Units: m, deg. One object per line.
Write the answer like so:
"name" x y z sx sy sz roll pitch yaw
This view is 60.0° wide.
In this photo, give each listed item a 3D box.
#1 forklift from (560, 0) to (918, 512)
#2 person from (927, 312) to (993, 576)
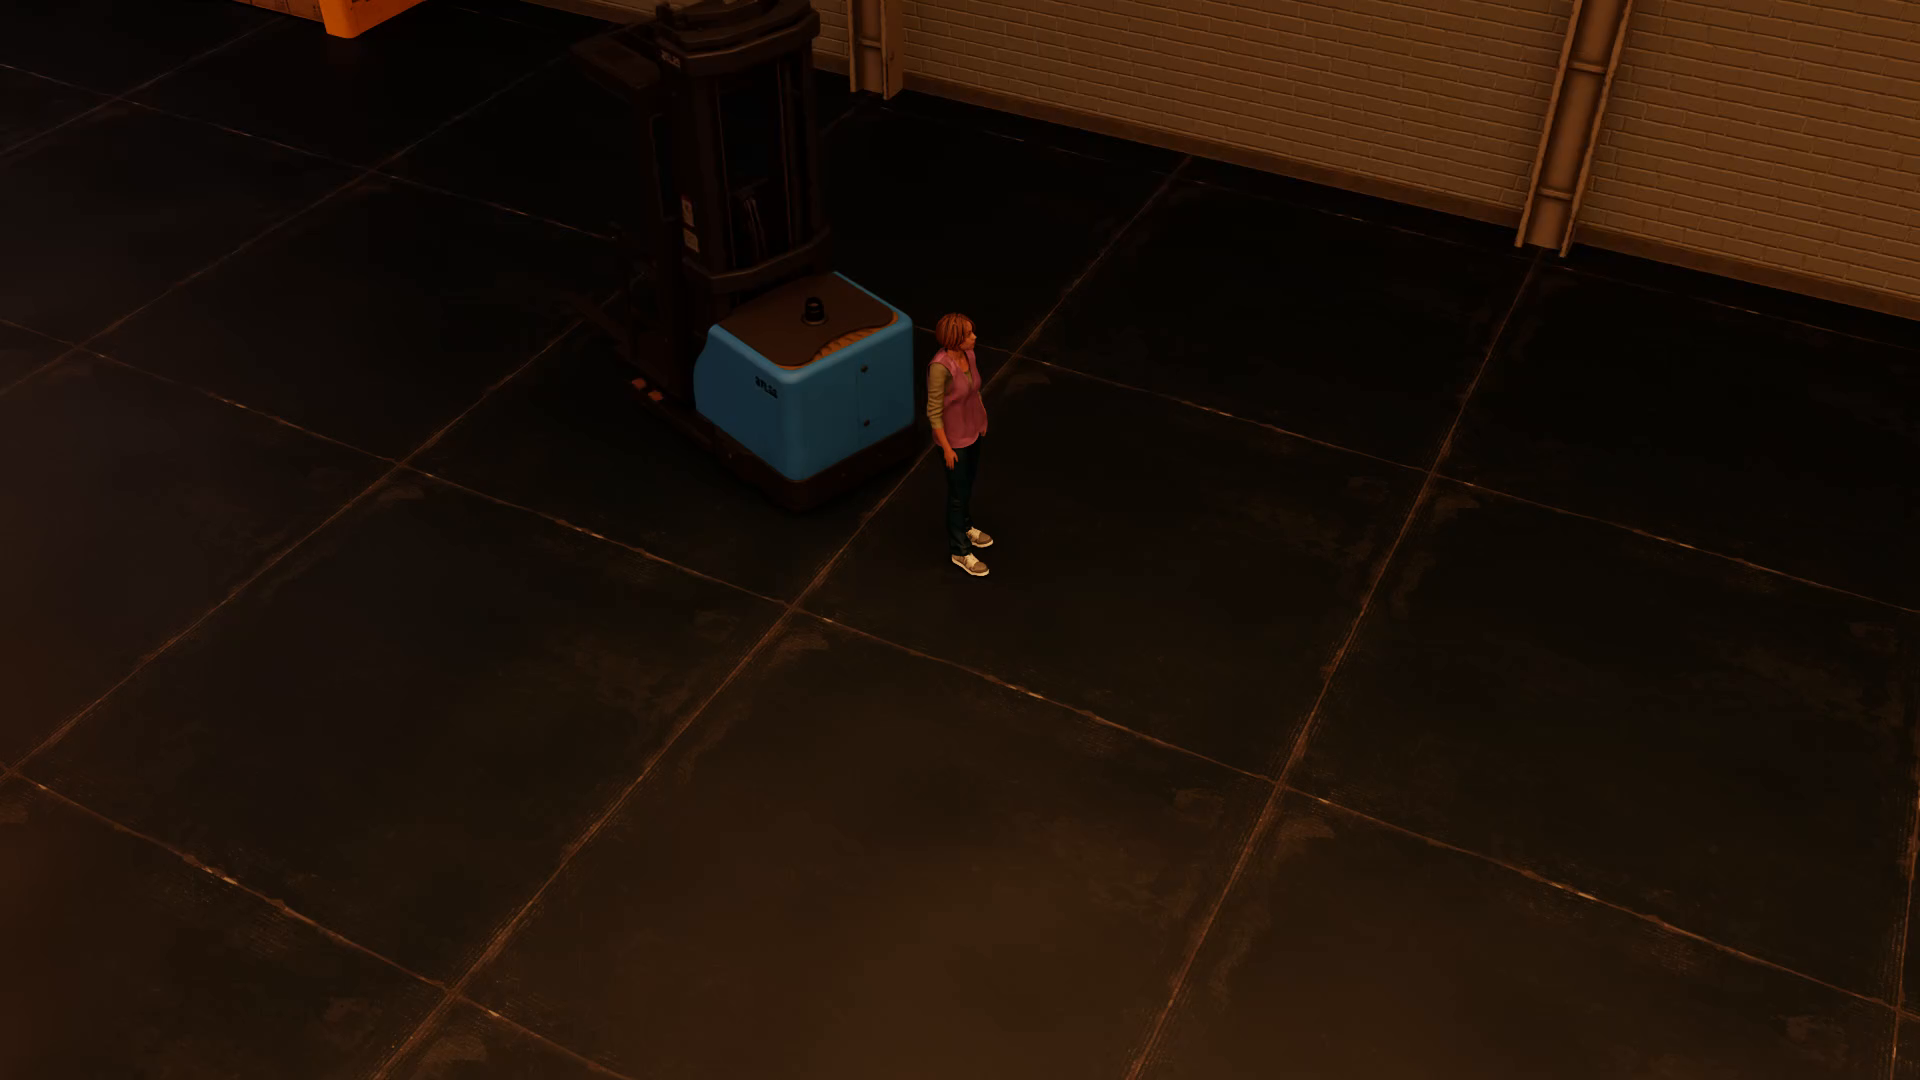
"forklift" -1.635 -2.162 10.554 1.130 2.935 3.031 -30 49 -31
"person" 0.059 -0.587 9.707 0.475 1.596 0.520 18 43 21
